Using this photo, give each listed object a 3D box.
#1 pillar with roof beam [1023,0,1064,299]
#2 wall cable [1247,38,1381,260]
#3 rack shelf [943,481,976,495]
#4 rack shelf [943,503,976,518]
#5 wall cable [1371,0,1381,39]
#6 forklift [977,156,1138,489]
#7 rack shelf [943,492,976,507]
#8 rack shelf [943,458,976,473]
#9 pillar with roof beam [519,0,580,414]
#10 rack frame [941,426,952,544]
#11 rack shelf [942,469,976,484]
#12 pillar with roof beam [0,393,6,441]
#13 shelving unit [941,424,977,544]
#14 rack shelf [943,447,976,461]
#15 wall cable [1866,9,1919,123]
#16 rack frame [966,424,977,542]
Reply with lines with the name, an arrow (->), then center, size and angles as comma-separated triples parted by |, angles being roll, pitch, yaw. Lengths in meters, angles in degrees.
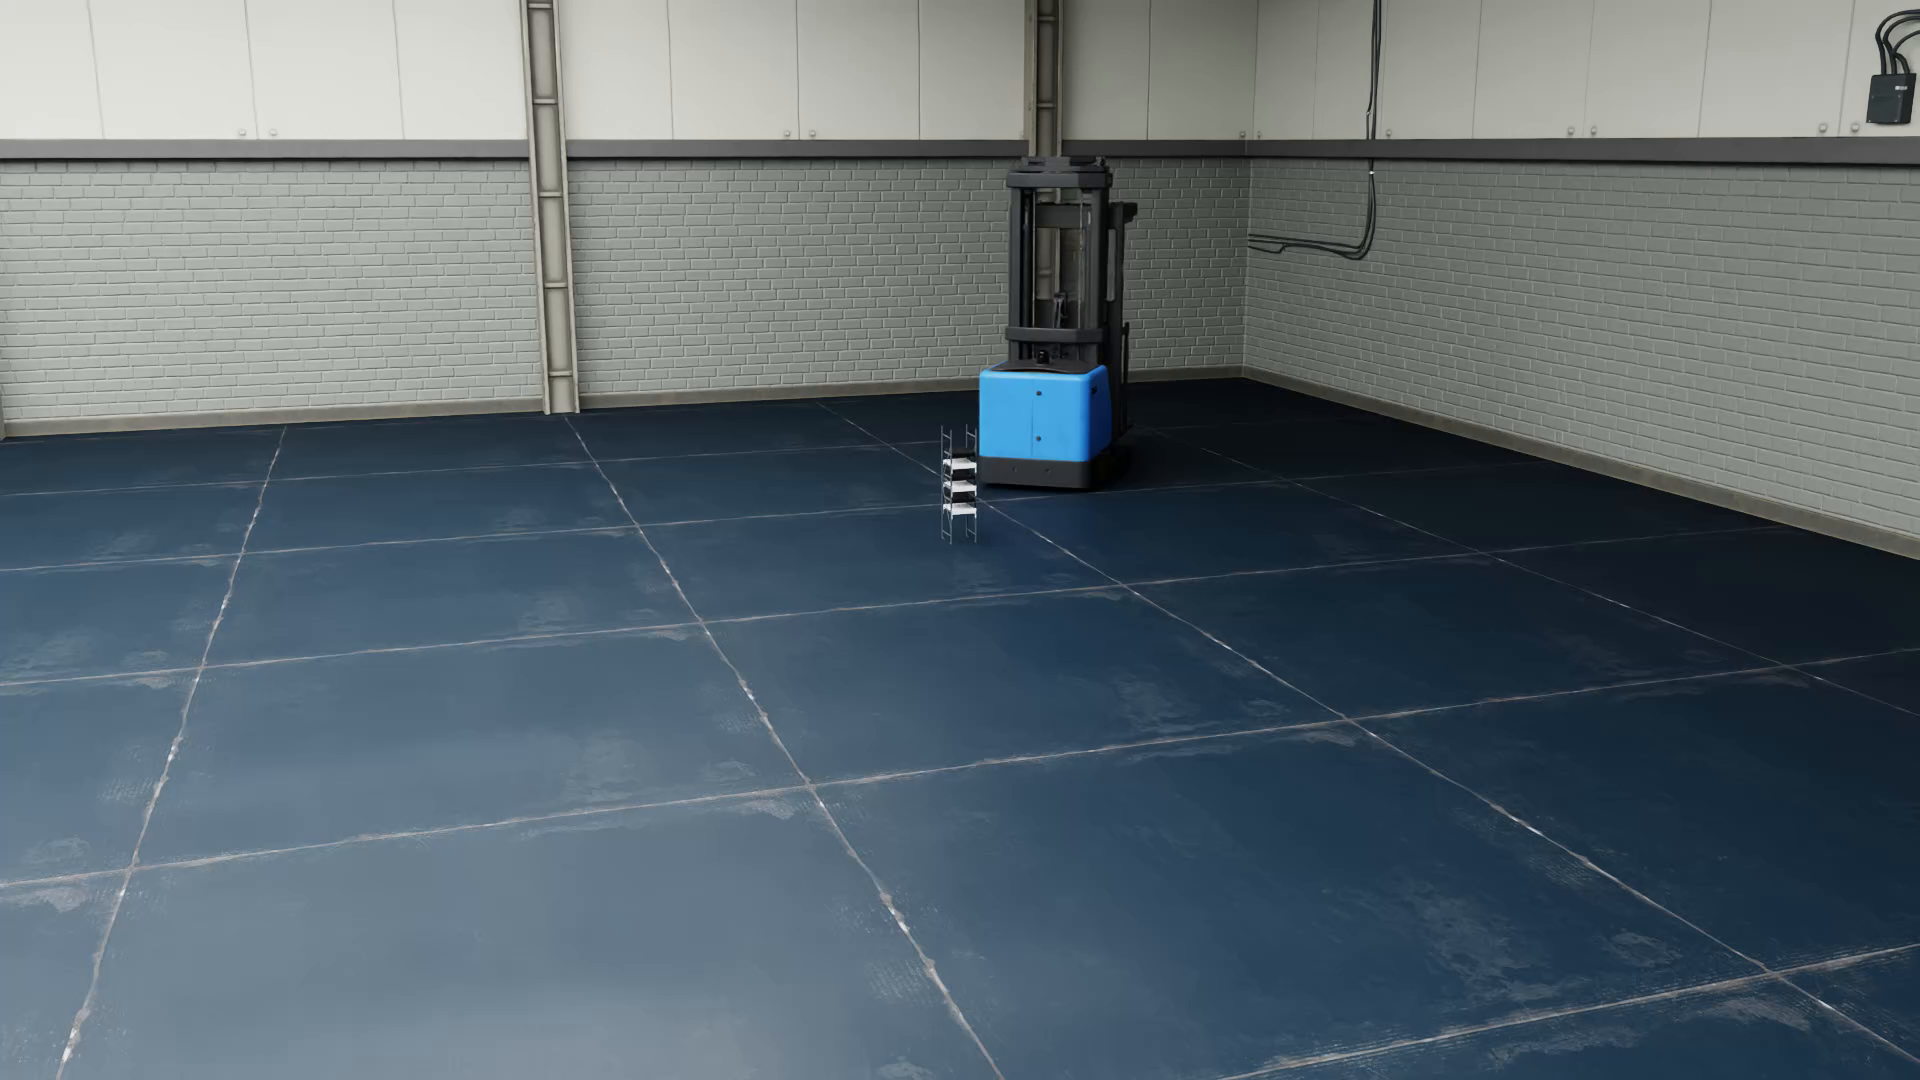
pillar with roof beam -> 2.396, -5.380, 16.315 | 0.400, 9.000, 9.100 | -4, 14, -18
wall cable -> 4.237, -4.741, 20.338 | 0.112, 2.526, 3.097 | -4, 14, -18
rack shelf -> -0.008, -0.405, 13.044 | 0.200, 0.077, 0.258 | -4, 14, -18
rack shelf -> -0.008, -0.230, 13.086 | 0.200, 0.077, 0.258 | -4, 14, -18
wall cable -> 5.100, -6.605, 17.259 | 0.112, 2.526, 3.097 | -4, 14, -18
forklift -> 1.067, -2.178, 15.967 | 1.130, 2.935, 3.031 | 4, 14, 16
rack shelf -> -0.008, -0.317, 13.065 | 0.200, 0.077, 0.258 | -4, 14, -18
rack shelf -> -0.008, -0.580, 13.002 | 0.200, 0.077, 0.258 | -4, 14, -18
pillar with roof beam -> -3.291, -4.937, 14.453 | 0.400, 9.000, 9.100 | -4, 14, -18
rack frame -> -0.104, -0.430, 13.005 | 0.006, 0.900, 0.240 | -4, 14, -18
rack shelf -> -0.008, -0.492, 13.023 | 0.200, 0.077, 0.258 | -4, 14, -18
pillar with roof beam -> -8.977, -4.494, 12.591 | 0.400, 9.000, 9.100 | -4, 14, -18
shelving unit -> -0.008, -0.437, 13.036 | 0.210, 0.900, 0.258 | -4, 14, -18
rack shelf -> -0.008, -0.667, 12.981 | 0.200, 0.077, 0.258 | -4, 14, -18
wall cable -> 7.250, -5.823, 10.827 | 0.169, 6.003, 2.305 | -4, 14, -18
rack frame -> 0.089, -0.445, 13.068 | 0.006, 0.900, 0.240 | -4, 14, -18
